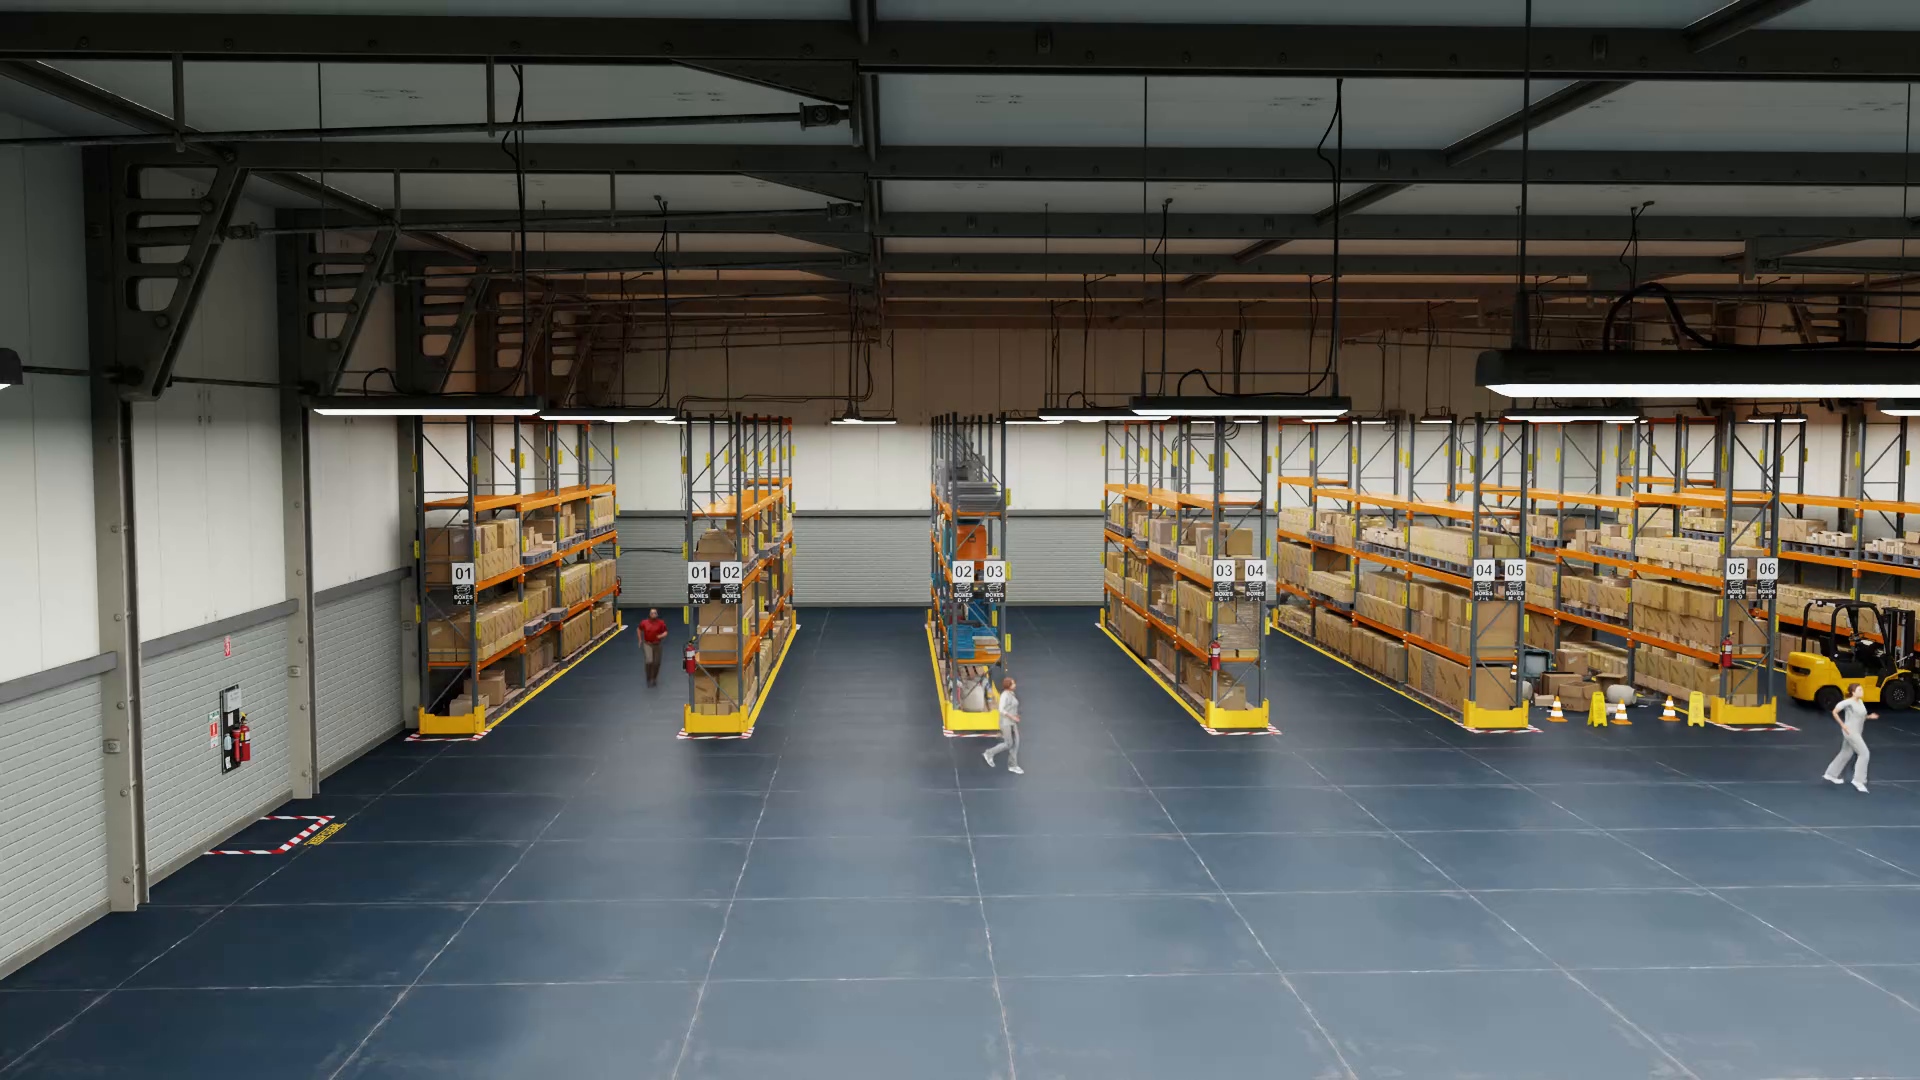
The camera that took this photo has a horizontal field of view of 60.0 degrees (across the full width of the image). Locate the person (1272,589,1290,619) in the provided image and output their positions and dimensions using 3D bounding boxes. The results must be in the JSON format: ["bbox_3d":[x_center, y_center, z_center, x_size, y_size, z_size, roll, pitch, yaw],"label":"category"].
[{"bbox_3d":[9.568,1.585,49.112,0.760,1.596,0.651,2,4,24],"label":"person"}]

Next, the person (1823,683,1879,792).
[{"bbox_3d":[14.108,3.110,26.323,0.537,1.730,0.755,-4,5,-44],"label":"person"}]

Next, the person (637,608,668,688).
[{"bbox_3d":[-6.749,2.386,36.585,0.627,1.767,0.826,-1,4,-17],"label":"person"}]

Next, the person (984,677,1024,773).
[{"bbox_3d":[0.747,3.063,27.612,0.679,1.595,0.567,1,4,20],"label":"person"}]

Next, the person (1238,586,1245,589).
[{"bbox_3d":[7.839,1.684,46.839,0.777,1.729,0.752,1,4,17],"label":"person"}]
